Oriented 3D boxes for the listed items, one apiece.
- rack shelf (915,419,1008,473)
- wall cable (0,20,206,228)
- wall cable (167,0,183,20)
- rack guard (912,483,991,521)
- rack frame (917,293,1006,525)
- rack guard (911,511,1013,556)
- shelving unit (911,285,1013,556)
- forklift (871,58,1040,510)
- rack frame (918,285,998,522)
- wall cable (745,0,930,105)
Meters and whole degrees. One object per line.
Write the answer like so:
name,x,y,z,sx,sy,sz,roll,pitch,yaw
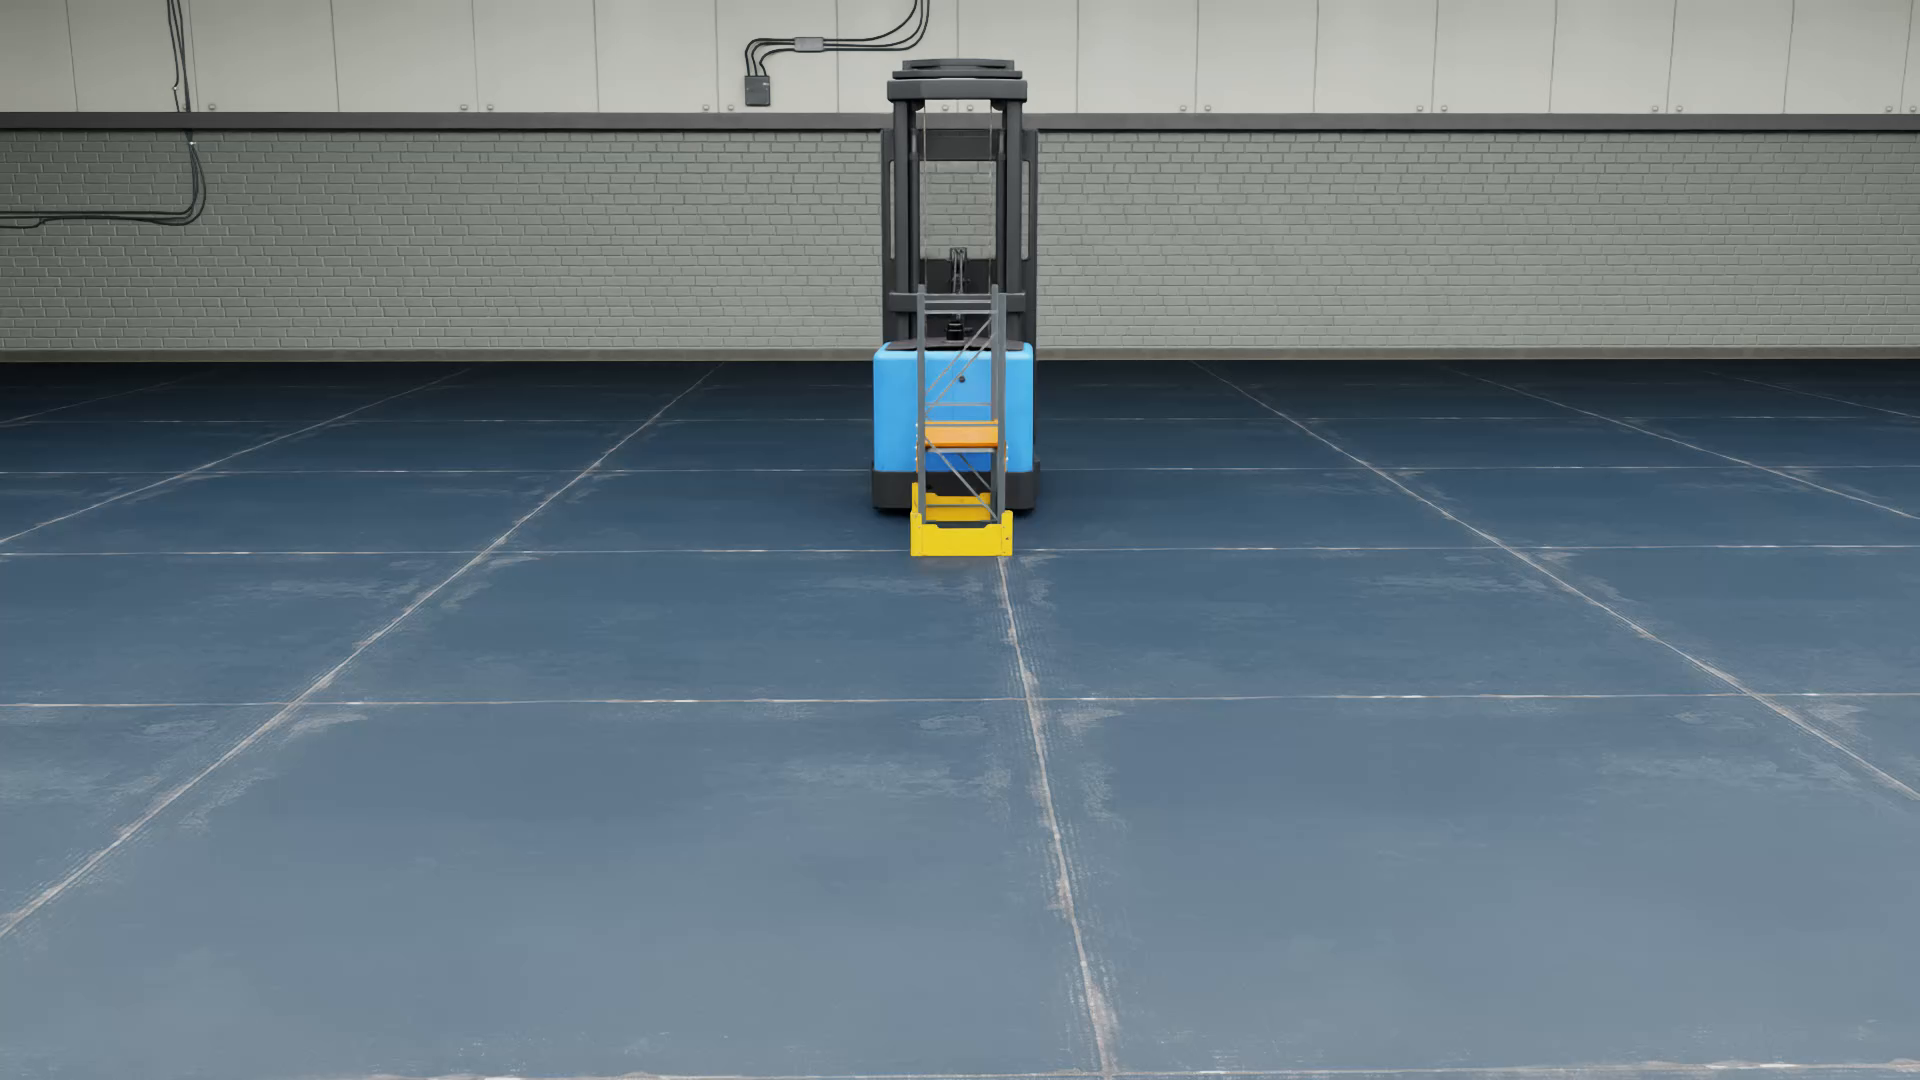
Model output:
rack shelf,-0.002,-0.576,10.029,0.538,0.185,1.000,0,11,-1
wall cable,-11.018,-5.160,20.671,3.097,2.526,0.112,0,11,-1
wall cable,-8.314,-7.646,20.224,3.097,2.526,0.112,0,11,-1
rack guard,-0.012,-0.237,10.597,0.587,0.250,0.087,0,11,-1
rack frame,0.009,-0.651,9.495,0.500,1.500,0.032,0,11,-1
rack guard,0.009,-0.039,9.621,0.587,0.250,0.087,0,11,-1
shelving unit,-0.002,-0.750,9.985,0.587,1.500,1.083,0,11,-1
forklift,0.006,-1.867,11.889,1.130,2.935,3.031,0,11,2
rack frame,-0.012,-0.853,10.492,0.500,1.500,0.032,0,11,-1
wall cable,-1.527,-8.384,20.201,2.305,6.003,0.169,0,11,-1
